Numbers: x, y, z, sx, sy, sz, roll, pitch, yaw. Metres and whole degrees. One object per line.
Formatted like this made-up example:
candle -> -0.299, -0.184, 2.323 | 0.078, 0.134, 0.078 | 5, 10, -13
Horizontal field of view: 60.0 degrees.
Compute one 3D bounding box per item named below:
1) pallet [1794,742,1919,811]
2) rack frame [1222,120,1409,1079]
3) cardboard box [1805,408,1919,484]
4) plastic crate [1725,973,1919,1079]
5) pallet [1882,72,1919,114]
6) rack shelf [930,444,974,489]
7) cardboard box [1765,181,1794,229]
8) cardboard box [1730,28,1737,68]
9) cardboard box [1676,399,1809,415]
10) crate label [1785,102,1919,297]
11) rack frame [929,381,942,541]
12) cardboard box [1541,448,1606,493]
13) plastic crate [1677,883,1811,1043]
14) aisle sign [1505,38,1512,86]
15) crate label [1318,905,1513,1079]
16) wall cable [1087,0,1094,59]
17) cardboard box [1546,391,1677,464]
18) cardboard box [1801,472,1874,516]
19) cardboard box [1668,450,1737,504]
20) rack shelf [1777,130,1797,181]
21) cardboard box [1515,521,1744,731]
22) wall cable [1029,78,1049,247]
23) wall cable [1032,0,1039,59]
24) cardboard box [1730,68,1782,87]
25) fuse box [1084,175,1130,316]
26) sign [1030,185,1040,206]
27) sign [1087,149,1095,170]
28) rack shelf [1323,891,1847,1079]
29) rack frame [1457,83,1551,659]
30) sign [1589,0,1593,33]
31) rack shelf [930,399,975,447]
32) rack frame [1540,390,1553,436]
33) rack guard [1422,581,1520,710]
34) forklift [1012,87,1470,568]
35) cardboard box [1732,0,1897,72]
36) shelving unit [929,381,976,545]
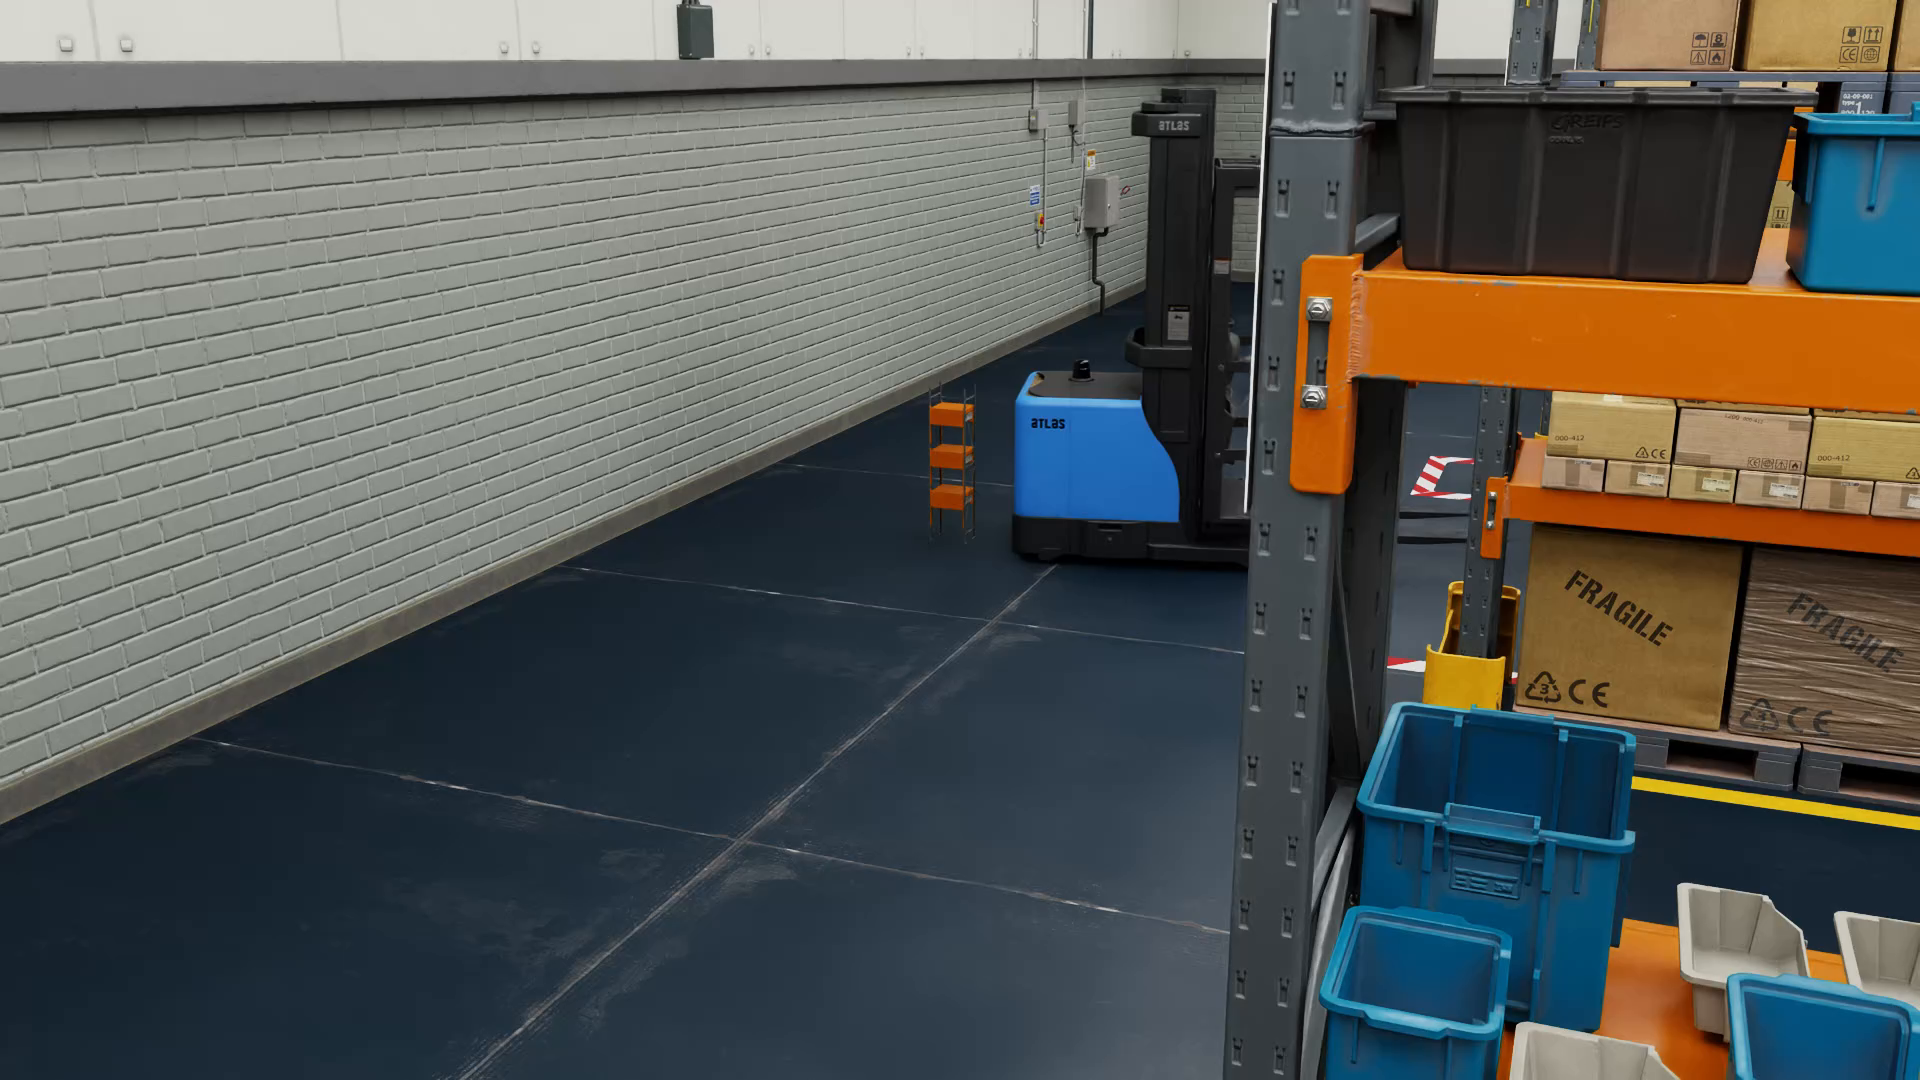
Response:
pallet -> 4.431, 0.947, 7.532 | 1.213, 0.211, 1.003 | 6, 17, 21
rack frame -> 0.710, 0.706, 3.362 | 0.127, 3.000, 1.000 | 6, 17, 21
cardboard box -> 3.827, -0.427, 6.998 | 0.500, 0.250, 0.500 | 6, 17, 19
plastic crate -> 1.431, 0.936, 2.764 | 0.300, 0.233, 0.416 | 6, 17, 21
pallet -> 4.360, -1.779, 6.700 | 1.213, 0.211, 1.003 | 6, 17, 21
rack shelf -> -0.050, -0.499, 11.049 | 0.240, 0.259, 0.215 | 6, 17, 21
cardboard box -> 5.709, -2.302, 11.217 | 0.500, 0.500, 0.500 | 6, 17, 19
cardboard box -> 5.240, -3.298, 11.145 | 0.500, 0.250, 0.500 | 6, 17, 20
cardboard box -> 3.340, -0.839, 7.075 | 0.500, 0.500, 0.500 | 6, 17, 19
crate label -> 1.450, -0.485, 2.350 | 0.502, 0.251, 0.408 | 6, 17, 21
rack frame -> -0.163, -0.522, 11.089 | 0.008, 1.050, 0.200 | 6, 17, 21
cardboard box -> 2.736, -0.336, 7.402 | 0.250, 0.149, 0.380 | 6, 17, 21
plastic crate -> 1.535, 0.840, 3.265 | 0.243, 0.136, 0.396 | 6, 17, 21
aisle sign -> 2.350, -1.757, 7.181 | 0.004, 0.787, 0.394 | 6, 17, 21
crate label -> 0.819, 0.868, 2.996 | 0.303, 0.233, 0.416 | 6, 17, 21
wall cable -> 2.104, -7.470, 20.697 | 0.133, 3.039, 2.988 | 6, 17, 21
cardboard box -> 2.875, -0.530, 7.356 | 0.500, 0.250, 0.500 | 6, 17, 19
cardboard box -> 3.693, -0.231, 7.041 | 0.250, 0.149, 0.380 | 6, 17, 20
cardboard box -> 3.214, -0.284, 7.223 | 0.250, 0.149, 0.380 | 6, 17, 19
rack shelf -> 4.388, -1.469, 6.764 | 4.000, 0.370, 1.077 | 6, 17, 21
cardboard box -> 3.152, 0.285, 7.870 | 0.875, 0.875, 0.875 | 6, 17, 21
wall cable -> 0.909, -4.223, 18.460 | 0.123, 1.953, 0.585 | 6, 17, 21
wall cable -> 0.769, -6.539, 17.556 | 0.029, 3.000, 0.463 | 6, 17, 21
cardboard box -> 5.253, -3.056, 11.209 | 0.500, 0.250, 0.500 | 7, 18, 22
fuse box -> 1.816, -3.631, 20.611 | 0.414, 1.711, 0.539 | 6, 17, 21
sign -> 0.835, -3.843, 18.547 | 0.001, 0.218, 0.327 | 6, 17, 21
sign -> 1.603, -4.653, 20.340 | 0.001, 0.242, 0.339 | 6, 17, 21
rack shelf -> 2.570, 1.256, 2.757 | 4.000, 0.370, 1.077 | 6, 17, 21
rack frame -> 2.527, -0.579, 7.787 | 0.127, 3.000, 1.000 | 6, 17, 21
sign -> 4.242, -3.574, 11.157 | 0.005, 0.325, 0.100 | 6, 17, 21
rack shelf -> -0.050, -0.772, 10.970 | 0.240, 0.259, 0.215 | 6, 17, 21
rack frame -> 4.441, -1.855, 12.182 | 0.127, 3.000, 1.000 | 6, 17, 21
rack guard -> 2.505, 0.619, 8.144 | 0.348, 0.500, 1.175 | 6, 17, 21
forklift -> 1.892, -1.345, 10.549 | 3.031, 2.935, 1.130 | 2, 16, 8
cardboard box -> 3.510, -2.189, 6.841 | 0.500, 0.500, 0.700 | 6, 17, 19
shelving unit -> -0.050, -0.510, 11.046 | 0.252, 1.050, 0.215 | 6, 17, 21
